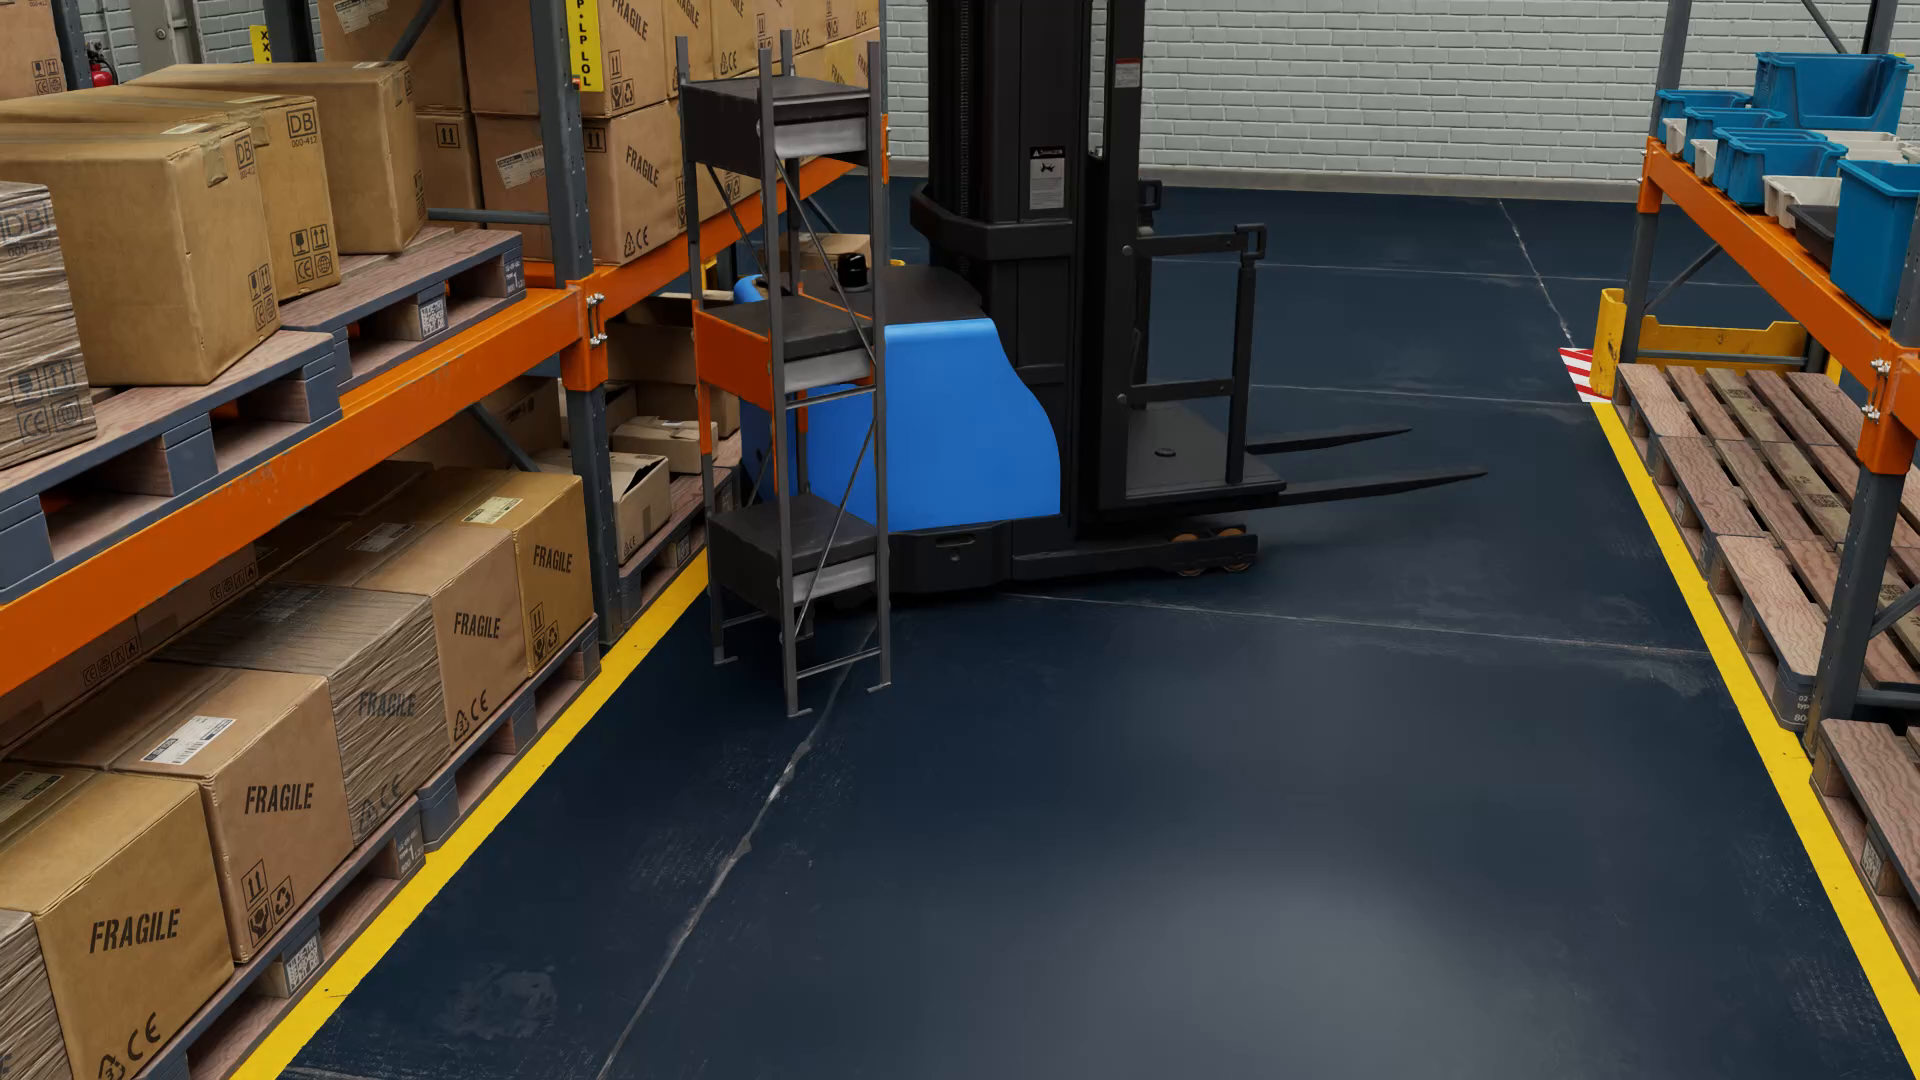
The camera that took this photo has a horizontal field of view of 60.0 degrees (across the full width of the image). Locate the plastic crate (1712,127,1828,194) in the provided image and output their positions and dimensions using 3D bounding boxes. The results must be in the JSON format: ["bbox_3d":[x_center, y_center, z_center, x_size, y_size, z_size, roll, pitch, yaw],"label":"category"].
[{"bbox_3d":[3.310,-1.554,6.842,0.416,0.233,0.300,4,22,11],"label":"plastic crate"}]

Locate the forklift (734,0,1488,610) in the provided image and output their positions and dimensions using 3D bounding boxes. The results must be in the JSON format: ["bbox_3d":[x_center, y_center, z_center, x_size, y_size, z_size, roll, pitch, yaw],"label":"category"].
[{"bbox_3d":[0.668,-1.398,6.401,3.031,2.935,1.130,-6,23,-15],"label":"forklift"}]

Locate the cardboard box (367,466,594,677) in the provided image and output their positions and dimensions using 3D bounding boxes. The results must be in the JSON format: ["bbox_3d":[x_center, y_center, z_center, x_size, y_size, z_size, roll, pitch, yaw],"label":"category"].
[{"bbox_3d":[-1.533,0.091,5.370,0.500,0.500,0.500,4,22,11],"label":"cardboard box"}]

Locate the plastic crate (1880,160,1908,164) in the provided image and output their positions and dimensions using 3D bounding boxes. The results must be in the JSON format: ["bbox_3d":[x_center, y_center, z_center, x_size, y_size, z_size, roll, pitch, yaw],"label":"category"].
[{"bbox_3d":[3.814,-1.426,6.652,0.298,0.136,0.250,4,22,11],"label":"plastic crate"}]

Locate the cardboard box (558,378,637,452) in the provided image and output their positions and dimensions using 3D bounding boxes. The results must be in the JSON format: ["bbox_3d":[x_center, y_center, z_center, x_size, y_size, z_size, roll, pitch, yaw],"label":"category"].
[{"bbox_3d":[-1.721,-0.528,7.160,0.500,0.311,0.500,4,22,11],"label":"cardboard box"}]

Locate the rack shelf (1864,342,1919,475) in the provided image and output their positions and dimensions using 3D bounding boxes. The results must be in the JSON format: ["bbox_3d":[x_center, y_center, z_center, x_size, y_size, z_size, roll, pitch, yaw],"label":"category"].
[{"bbox_3d":[2.728,0.377,2.865,1.077,0.370,4.000,4,22,11],"label":"rack shelf"}]

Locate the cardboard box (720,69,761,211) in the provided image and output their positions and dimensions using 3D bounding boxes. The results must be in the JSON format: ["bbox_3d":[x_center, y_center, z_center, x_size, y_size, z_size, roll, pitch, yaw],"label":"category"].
[{"bbox_3d":[-1.136,-1.649,6.800,0.500,0.500,0.500,4,22,11],"label":"cardboard box"}]

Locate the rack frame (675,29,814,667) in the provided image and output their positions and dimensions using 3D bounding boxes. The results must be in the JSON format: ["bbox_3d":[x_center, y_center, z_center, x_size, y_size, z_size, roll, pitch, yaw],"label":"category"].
[{"bbox_3d":[-0.691,-0.582,5.488,0.400,2.100,0.015,-16,27,-34],"label":"rack frame"}]

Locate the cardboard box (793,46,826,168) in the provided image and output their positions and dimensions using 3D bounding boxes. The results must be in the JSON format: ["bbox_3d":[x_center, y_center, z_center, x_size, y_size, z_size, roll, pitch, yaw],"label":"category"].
[{"bbox_3d":[-0.931,-2.020,7.719,0.500,0.500,0.500,5,22,11],"label":"cardboard box"}]

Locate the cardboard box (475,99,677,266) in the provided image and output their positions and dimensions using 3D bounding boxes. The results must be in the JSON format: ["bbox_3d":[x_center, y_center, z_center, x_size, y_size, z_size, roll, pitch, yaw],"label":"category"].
[{"bbox_3d":[-1.342,-1.279,5.880,0.500,0.500,0.500,5,22,12],"label":"cardboard box"}]

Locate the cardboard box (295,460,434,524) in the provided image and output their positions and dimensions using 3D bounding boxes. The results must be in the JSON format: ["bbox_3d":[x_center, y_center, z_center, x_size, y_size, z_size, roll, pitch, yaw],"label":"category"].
[{"bbox_3d":[-2.050,0.047,5.479,0.500,0.500,0.500,3,22,8],"label":"cardboard box"}]

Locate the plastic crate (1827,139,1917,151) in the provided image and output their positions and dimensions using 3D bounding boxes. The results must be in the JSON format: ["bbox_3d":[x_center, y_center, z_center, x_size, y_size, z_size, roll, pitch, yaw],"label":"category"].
[{"bbox_3d":[3.889,-1.639,7.182,0.396,0.136,0.243,4,22,11],"label":"plastic crate"}]

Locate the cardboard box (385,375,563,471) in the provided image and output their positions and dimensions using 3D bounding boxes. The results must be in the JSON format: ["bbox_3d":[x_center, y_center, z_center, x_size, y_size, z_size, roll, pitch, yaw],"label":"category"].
[{"bbox_3d":[-1.874,-0.342,6.444,0.500,0.500,0.500,4,22,11],"label":"cardboard box"}]

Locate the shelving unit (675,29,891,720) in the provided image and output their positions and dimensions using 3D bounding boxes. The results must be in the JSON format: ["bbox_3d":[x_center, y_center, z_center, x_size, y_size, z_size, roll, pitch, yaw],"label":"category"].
[{"bbox_3d":[-0.545,-0.509,5.307,0.431,2.100,0.503,-16,27,-34],"label":"shelving unit"}]

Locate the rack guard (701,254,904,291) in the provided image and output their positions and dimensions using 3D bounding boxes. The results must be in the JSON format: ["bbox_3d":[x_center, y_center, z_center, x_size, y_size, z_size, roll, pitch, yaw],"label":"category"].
[{"bbox_3d":[-0.912,-1.343,9.518,1.175,0.500,0.348,4,22,11],"label":"rack guard"}]

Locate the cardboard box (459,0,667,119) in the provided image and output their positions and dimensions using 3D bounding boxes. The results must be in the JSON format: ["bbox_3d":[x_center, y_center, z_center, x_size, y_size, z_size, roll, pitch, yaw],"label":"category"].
[{"bbox_3d":[-1.341,-1.728,5.657,0.500,0.500,0.500,5,22,12],"label":"cardboard box"}]

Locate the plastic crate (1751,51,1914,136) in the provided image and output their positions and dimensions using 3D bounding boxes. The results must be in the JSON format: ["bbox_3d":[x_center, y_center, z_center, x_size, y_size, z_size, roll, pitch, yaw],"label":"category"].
[{"bbox_3d":[4.066,-2.058,7.822,0.616,0.435,0.499,4,22,11],"label":"plastic crate"}]

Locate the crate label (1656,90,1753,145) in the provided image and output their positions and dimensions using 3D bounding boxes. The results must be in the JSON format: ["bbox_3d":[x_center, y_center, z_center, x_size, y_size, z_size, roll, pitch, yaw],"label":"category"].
[{"bbox_3d":[3.579,-2.036,8.037,0.416,0.233,0.303,4,22,11],"label":"crate label"}]

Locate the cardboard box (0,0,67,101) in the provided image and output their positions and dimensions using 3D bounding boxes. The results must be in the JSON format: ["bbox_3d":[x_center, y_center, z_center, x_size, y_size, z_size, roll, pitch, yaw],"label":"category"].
[{"bbox_3d":[-5.841,-2.858,9.533,0.980,0.700,0.700,5,23,13],"label":"cardboard box"}]

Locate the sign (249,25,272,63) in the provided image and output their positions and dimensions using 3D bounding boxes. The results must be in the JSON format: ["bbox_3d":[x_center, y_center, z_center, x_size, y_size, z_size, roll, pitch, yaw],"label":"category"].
[{"bbox_3d":[-2.246,-1.507,5.422,0.100,0.325,0.005,4,22,11],"label":"sign"}]

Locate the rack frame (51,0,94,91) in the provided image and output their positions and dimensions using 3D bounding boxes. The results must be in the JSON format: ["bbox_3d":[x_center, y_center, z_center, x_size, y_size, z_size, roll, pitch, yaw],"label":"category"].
[{"bbox_3d":[-5.747,-2.906,10.054,1.000,3.000,0.127,4,22,11],"label":"rack frame"}]

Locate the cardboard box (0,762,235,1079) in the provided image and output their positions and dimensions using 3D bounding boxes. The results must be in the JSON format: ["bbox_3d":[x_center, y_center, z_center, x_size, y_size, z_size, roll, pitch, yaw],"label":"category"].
[{"bbox_3d":[-1.948,0.832,3.530,0.500,0.500,0.500,4,22,10],"label":"cardboard box"}]

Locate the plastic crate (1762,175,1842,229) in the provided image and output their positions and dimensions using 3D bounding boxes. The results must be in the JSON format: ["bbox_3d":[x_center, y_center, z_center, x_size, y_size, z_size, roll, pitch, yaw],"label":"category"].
[{"bbox_3d":[3.197,-1.253,6.223,0.293,0.136,0.466,4,22,11],"label":"plastic crate"}]

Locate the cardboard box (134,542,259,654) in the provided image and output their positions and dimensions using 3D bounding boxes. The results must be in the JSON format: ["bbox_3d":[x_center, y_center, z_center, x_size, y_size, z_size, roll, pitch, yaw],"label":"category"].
[{"bbox_3d":[-2.254,0.065,4.431,0.500,0.250,0.500,5,22,11],"label":"cardboard box"}]

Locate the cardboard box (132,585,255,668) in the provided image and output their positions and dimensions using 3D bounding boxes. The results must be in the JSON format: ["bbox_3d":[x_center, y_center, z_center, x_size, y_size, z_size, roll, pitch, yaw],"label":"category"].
[{"bbox_3d":[-2.257,0.425,4.540,0.500,0.500,0.500,5,22,12],"label":"cardboard box"}]

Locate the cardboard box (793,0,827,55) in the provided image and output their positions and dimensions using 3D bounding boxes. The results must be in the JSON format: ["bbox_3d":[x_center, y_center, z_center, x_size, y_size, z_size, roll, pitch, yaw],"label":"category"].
[{"bbox_3d":[-0.922,-2.482,7.528,0.500,0.500,0.500,5,22,12],"label":"cardboard box"}]

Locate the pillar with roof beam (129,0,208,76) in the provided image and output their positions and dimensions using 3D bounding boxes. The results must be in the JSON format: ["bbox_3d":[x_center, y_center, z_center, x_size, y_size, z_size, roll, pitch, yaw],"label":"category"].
[{"bbox_3d":[-1.828,-6.414,10.734,9.100,9.000,0.400,4,22,11],"label":"pillar with roof beam"}]

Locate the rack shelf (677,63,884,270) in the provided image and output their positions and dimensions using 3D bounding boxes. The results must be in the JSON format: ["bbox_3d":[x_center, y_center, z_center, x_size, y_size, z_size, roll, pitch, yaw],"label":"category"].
[{"bbox_3d":[-0.545,-1.146,5.050,0.431,0.518,0.480,-16,27,-34],"label":"rack shelf"}]

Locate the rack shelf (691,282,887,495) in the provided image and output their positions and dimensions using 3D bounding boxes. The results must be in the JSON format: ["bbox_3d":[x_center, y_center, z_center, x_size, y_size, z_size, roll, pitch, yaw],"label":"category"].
[{"bbox_3d":[-0.545,-0.496,5.312,0.431,0.518,0.480,-16,27,-34],"label":"rack shelf"}]

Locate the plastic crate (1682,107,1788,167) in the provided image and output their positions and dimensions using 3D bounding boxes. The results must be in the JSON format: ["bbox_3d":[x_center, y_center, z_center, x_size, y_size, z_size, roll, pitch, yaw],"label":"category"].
[{"bbox_3d":[3.445,-1.795,7.439,0.416,0.233,0.300,4,22,11],"label":"plastic crate"}]

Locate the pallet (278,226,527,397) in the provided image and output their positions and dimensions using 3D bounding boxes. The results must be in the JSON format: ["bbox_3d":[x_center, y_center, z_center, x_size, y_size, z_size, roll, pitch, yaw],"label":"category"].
[{"bbox_3d":[-1.983,-0.694,4.819,1.003,0.211,1.213,4,22,11],"label":"pallet"}]

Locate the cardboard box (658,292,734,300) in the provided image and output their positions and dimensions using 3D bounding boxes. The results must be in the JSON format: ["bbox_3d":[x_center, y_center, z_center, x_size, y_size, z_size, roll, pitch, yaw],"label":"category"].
[{"bbox_3d":[-1.387,-1.098,8.657,0.500,0.250,0.500,4,22,11],"label":"cardboard box"}]

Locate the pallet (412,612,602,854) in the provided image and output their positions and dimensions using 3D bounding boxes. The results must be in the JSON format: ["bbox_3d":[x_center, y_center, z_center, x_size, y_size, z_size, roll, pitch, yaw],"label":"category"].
[{"bbox_3d":[-1.842,0.527,5.263,1.003,0.211,1.213,4,22,11],"label":"pallet"}]

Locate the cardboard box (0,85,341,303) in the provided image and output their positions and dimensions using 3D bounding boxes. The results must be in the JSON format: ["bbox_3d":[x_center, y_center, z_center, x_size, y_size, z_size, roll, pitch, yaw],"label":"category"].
[{"bbox_3d":[-2.107,-0.896,4.366,0.700,0.500,0.500,8,23,19],"label":"cardboard box"}]

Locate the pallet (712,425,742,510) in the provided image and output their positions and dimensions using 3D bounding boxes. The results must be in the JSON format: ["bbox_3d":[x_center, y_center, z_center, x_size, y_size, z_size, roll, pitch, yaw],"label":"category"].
[{"bbox_3d":[-1.325,-0.472,7.743,1.003,0.211,1.213,4,22,11],"label":"pallet"}]

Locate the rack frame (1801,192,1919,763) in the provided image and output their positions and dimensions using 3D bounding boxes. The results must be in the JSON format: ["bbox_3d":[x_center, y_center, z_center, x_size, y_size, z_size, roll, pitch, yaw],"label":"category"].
[{"bbox_3d":[3.136,-0.688,4.547,1.000,3.000,0.127,4,22,11],"label":"rack frame"}]

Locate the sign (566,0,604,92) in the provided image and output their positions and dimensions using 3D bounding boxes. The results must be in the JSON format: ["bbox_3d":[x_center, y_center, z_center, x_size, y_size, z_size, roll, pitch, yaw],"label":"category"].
[{"bbox_3d":[-1.169,-1.563,5.170,0.100,0.325,0.005,4,22,11],"label":"sign"}]

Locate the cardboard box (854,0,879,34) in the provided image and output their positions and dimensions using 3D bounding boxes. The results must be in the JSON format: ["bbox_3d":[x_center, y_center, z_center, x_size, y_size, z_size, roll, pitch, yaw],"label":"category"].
[{"bbox_3d":[-0.718,-2.856,8.458,0.500,0.500,0.500,4,22,10],"label":"cardboard box"}]

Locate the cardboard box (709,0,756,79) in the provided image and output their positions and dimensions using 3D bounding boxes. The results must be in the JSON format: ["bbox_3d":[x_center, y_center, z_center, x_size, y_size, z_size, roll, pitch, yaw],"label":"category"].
[{"bbox_3d":[-1.131,-2.105,6.592,0.500,0.500,0.500,4,22,9],"label":"cardboard box"}]

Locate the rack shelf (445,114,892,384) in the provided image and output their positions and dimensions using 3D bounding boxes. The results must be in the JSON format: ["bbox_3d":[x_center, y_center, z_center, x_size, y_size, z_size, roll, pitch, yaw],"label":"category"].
[{"bbox_3d":[-1.305,-1.465,7.438,1.077,0.370,4.000,4,22,11],"label":"rack shelf"}]

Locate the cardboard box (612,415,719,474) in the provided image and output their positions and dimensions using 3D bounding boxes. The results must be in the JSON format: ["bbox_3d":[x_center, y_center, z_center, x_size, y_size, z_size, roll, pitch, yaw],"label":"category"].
[{"bbox_3d":[-1.249,-0.411,7.062,0.380,0.166,0.250,4,22,11],"label":"cardboard box"}]

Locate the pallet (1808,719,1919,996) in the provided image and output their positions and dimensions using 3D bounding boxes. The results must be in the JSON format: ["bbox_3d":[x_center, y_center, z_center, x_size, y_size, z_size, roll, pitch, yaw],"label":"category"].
[{"bbox_3d":[2.937,0.884,4.375,1.003,0.211,1.213,4,22,11],"label":"pallet"}]

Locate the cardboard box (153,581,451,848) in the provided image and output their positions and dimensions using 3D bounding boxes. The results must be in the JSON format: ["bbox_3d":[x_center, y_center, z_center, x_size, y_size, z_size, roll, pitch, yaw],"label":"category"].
[{"bbox_3d":[-1.745,0.454,4.468,0.500,0.500,0.500,5,22,12],"label":"cardboard box"}]

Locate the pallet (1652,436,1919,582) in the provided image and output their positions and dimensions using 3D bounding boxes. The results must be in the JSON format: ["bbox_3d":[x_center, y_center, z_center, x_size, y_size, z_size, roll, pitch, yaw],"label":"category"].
[{"bbox_3d":[3.494,-0.114,6.854,1.003,0.211,1.213,4,22,11],"label":"pallet"}]

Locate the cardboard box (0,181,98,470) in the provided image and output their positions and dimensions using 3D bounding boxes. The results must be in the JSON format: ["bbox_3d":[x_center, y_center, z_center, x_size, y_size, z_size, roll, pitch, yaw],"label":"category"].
[{"bbox_3d":[-2.137,-0.404,3.146,0.700,0.500,0.500,9,24,21],"label":"cardboard box"}]

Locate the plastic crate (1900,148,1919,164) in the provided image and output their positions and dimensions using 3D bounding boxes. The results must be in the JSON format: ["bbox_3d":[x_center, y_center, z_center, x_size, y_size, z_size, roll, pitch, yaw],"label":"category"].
[{"bbox_3d":[3.628,-1.205,5.909,0.437,0.282,0.530,4,22,11],"label":"plastic crate"}]

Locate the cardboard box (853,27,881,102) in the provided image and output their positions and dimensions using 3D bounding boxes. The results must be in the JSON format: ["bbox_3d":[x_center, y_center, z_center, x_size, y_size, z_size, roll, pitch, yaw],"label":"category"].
[{"bbox_3d":[-0.721,-2.392,8.643,0.500,0.500,0.500,5,23,13],"label":"cardboard box"}]
